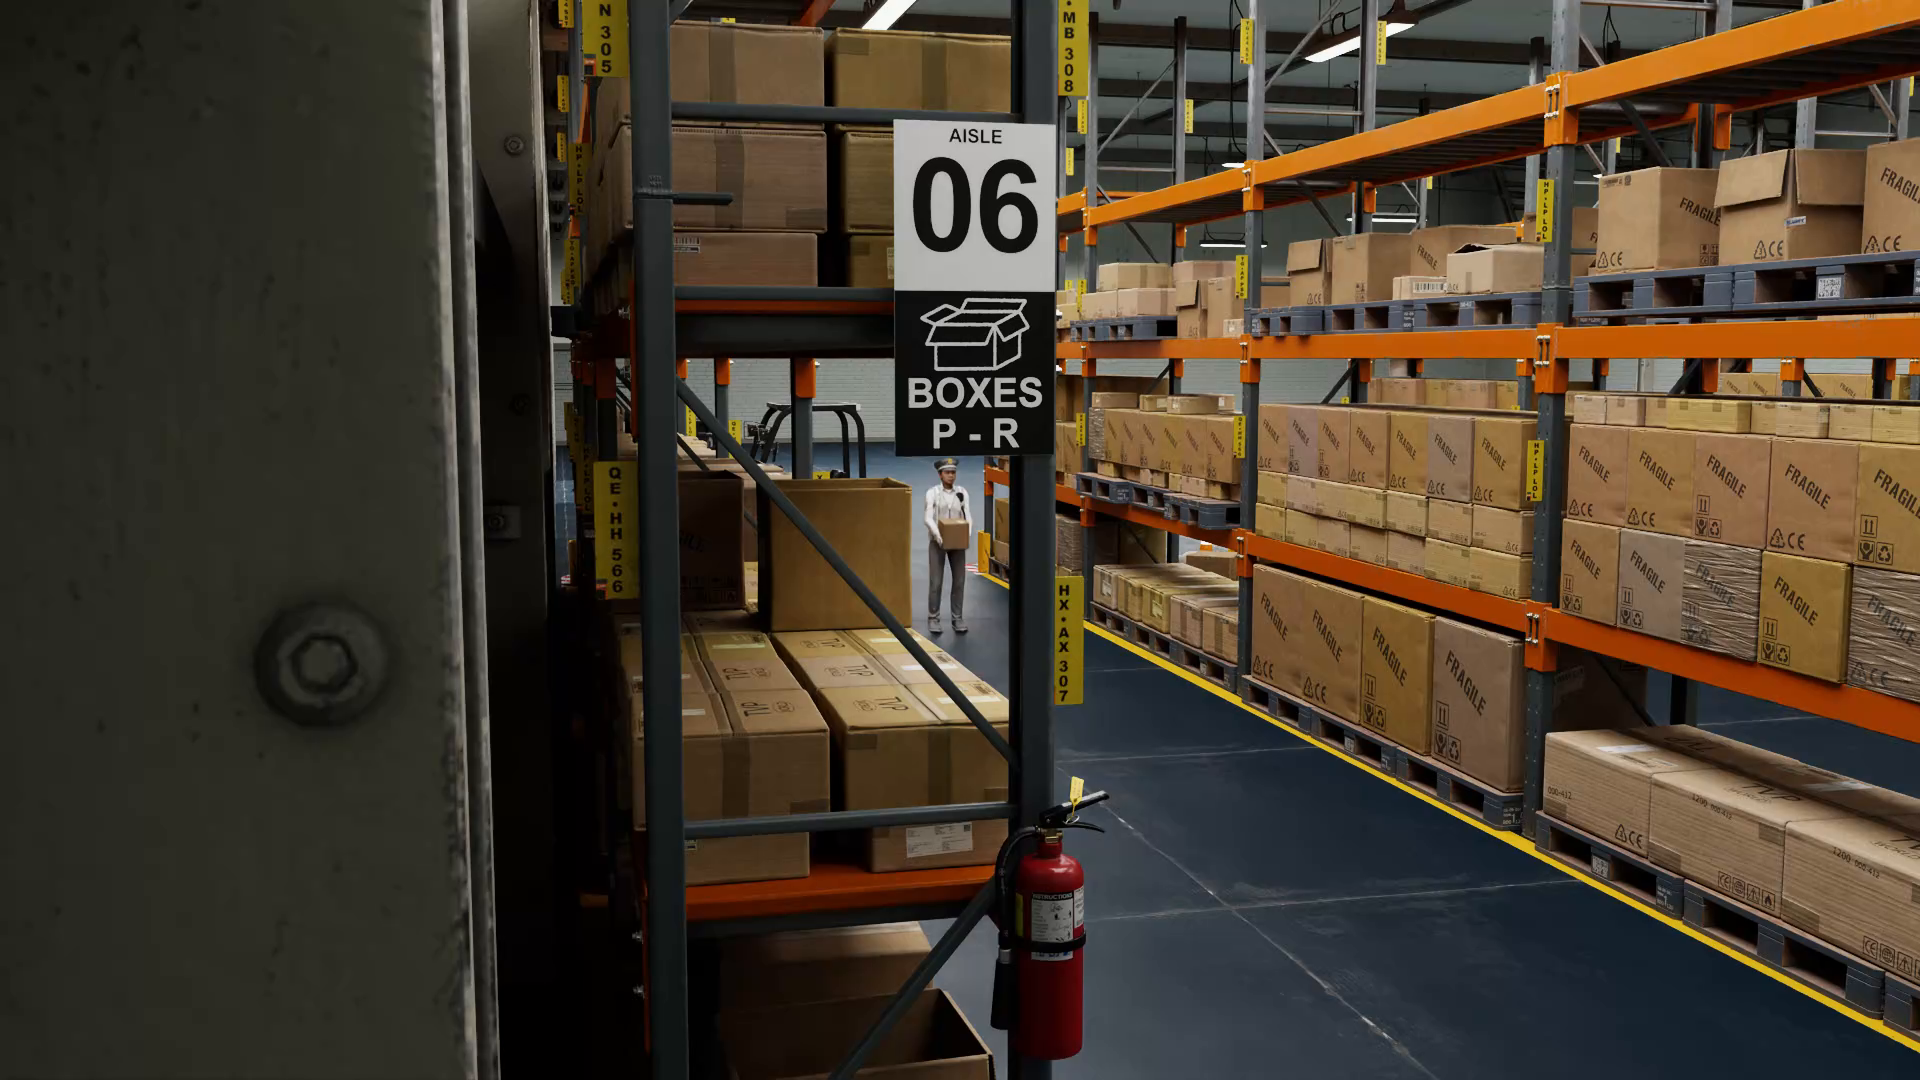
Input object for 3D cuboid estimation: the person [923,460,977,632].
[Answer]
[{"bbox_3d":[-0.101,0.051,16.180,0.546,1.666,0.371,-2,7,-17],"label":"person"}]
